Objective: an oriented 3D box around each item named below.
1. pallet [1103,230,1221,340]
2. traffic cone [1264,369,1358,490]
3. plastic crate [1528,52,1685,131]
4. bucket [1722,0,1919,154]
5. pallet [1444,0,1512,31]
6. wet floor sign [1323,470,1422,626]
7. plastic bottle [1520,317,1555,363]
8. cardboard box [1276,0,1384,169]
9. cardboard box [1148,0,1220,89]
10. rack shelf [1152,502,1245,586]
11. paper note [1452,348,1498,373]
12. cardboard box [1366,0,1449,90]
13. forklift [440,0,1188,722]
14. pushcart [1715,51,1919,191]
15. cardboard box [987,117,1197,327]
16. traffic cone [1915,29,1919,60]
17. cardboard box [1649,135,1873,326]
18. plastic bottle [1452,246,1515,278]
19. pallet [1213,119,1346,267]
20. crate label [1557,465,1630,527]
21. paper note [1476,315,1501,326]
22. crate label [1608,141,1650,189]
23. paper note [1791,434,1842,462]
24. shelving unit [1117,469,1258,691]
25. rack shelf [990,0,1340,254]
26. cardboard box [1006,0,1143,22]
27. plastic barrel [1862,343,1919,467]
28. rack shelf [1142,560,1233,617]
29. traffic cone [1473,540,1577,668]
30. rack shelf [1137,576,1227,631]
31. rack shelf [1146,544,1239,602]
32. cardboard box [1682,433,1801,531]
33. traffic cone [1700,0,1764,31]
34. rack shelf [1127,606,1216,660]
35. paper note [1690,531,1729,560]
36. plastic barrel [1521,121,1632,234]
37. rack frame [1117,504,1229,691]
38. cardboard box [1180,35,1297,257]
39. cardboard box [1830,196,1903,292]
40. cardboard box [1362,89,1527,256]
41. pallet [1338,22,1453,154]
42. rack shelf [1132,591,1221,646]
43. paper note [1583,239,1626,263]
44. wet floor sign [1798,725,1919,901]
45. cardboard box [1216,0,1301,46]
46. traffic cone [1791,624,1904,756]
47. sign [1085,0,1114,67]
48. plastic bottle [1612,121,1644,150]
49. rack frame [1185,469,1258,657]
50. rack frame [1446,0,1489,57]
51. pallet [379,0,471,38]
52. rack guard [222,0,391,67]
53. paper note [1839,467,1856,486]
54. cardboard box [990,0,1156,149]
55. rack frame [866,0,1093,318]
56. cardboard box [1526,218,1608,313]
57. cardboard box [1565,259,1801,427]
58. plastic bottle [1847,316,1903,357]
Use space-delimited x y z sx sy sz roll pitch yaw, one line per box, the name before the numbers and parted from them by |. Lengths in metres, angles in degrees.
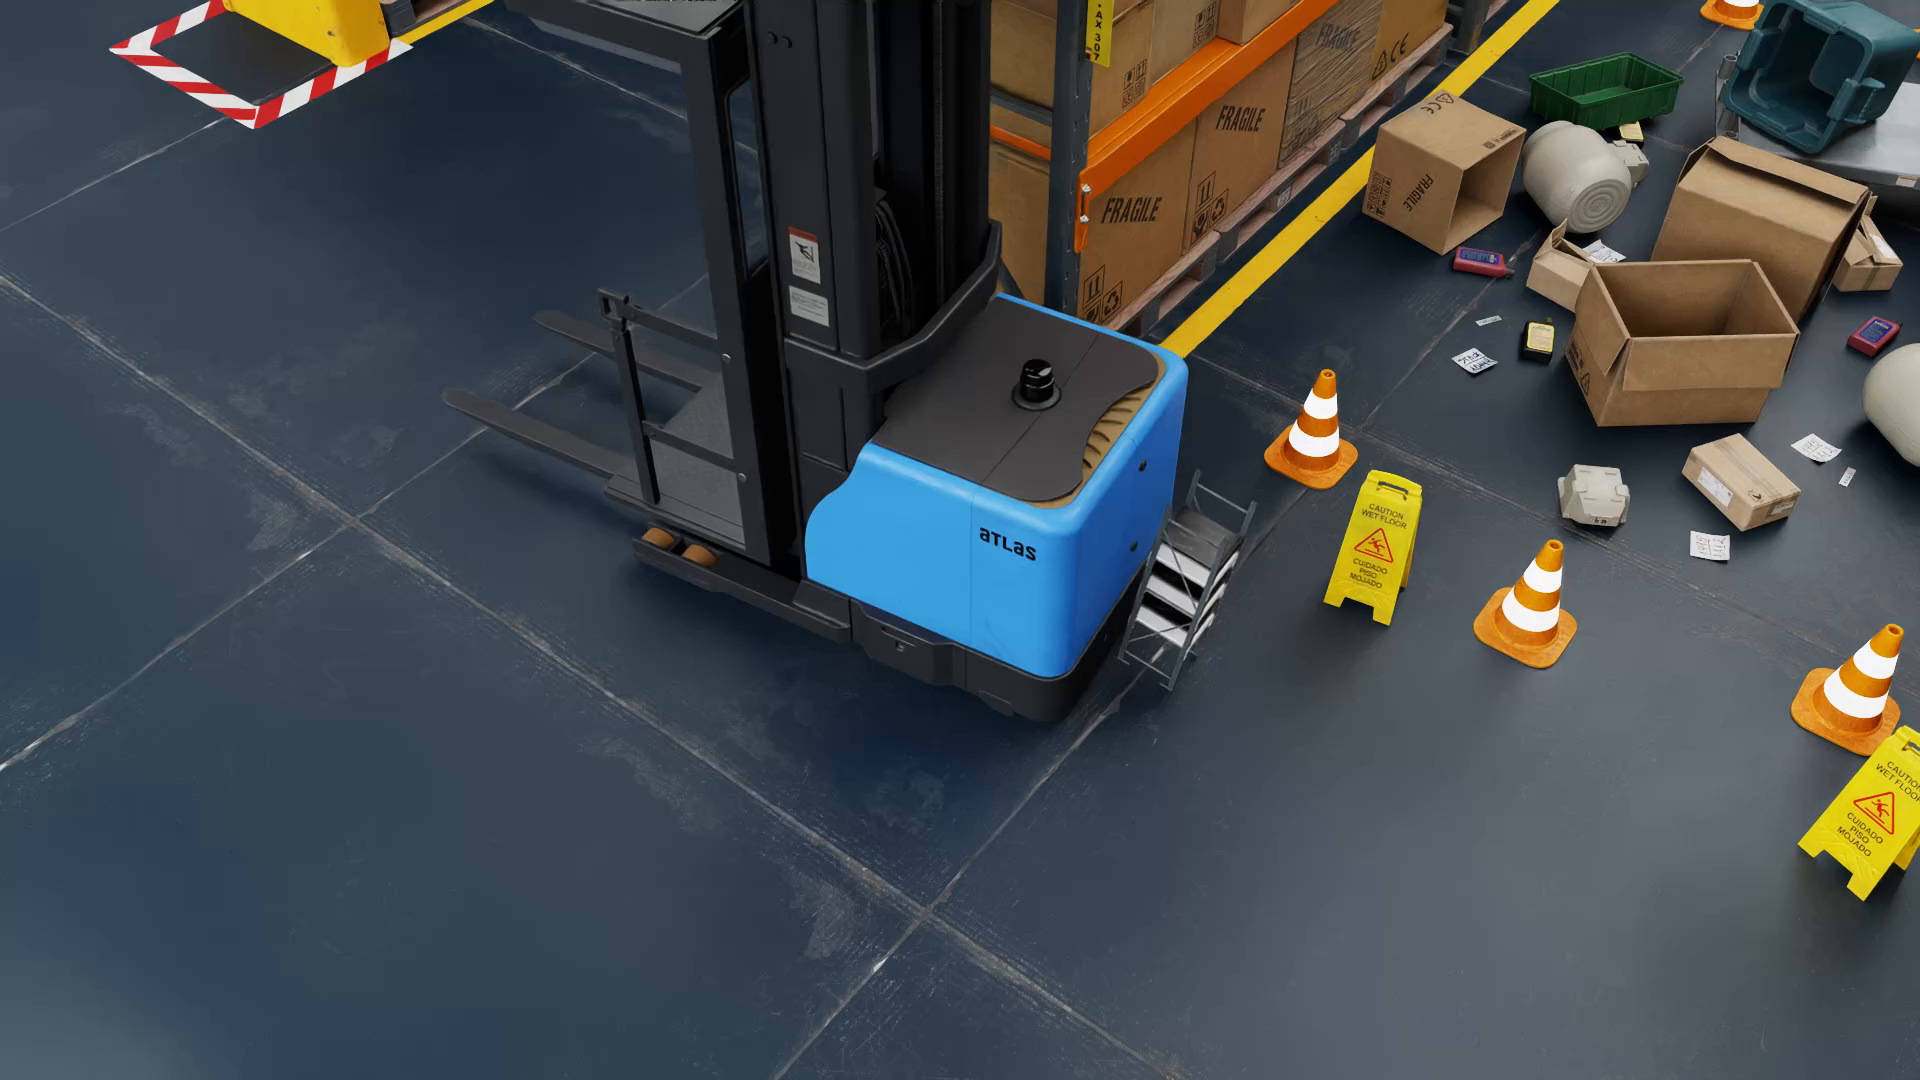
pallet | 0.473 -1.243 7.791 1.003 0.211 1.213 29 53 25
traffic cone | 1.495 -0.514 6.921 0.336 0.463 0.334 29 53 25
plastic crate | 3.422 -2.373 8.847 0.662 0.188 0.450 -17 39 -15
bucket | 4.233 -2.300 8.085 0.620 0.611 0.726 -17 48 -29
pallet | 2.904 -3.514 9.961 1.003 0.211 1.213 29 53 25
wet floor sign | 1.596 -0.009 6.312 0.267 0.644 0.232 21 50 19
plastic bottle | 2.641 -0.925 7.592 0.133 0.061 0.283 13 48 12
cardboard box | 1.504 -2.567 8.307 0.875 0.875 0.875 30 53 25
cardboard box | 0.556 -2.322 6.790 0.875 0.550 0.550 29 53 25
rack shelf | 0.827 0.013 5.770 0.258 0.077 0.200 31 54 17
paper note | 2.323 -0.811 7.504 0.142 0.017 0.144 -25 51 -22
cardboard box | 2.052 -3.085 8.801 0.875 0.875 0.875 30 53 26
forklift | -0.714 -1.139 5.811 3.031 2.935 1.130 22 50 20
pushcart | 4.636 -1.946 8.348 1.648 0.377 0.936 13 48 12
cardboard box | 0.409 -1.542 7.328 0.875 0.875 0.875 29 53 25
traffic cone | 5.507 -2.932 9.231 0.336 0.463 0.334 29 53 25
cardboard box | 3.661 -1.431 7.675 0.797 0.637 0.503 29 53 25
plastic bottle | 2.517 -1.328 7.977 0.283 0.061 0.133 13 48 12
pallet | 1.220 -1.938 8.455 1.003 0.211 1.213 29 53 25
crate label | 2.613 -0.184 6.831 0.250 0.136 0.298 6 47 5
paper note | 2.454 -1.018 7.716 0.123 0.001 0.032 -17 49 -15
crate label | 3.351 -1.923 8.492 0.298 0.136 0.250 -2 46 -2
paper note | 3.666 -0.394 7.114 0.142 0.019 0.148 -25 51 -22
shelving unit | 0.800 0.161 5.953 0.258 0.900 0.210 31 54 17
rack shelf | 1.269 -2.610 7.666 1.077 0.370 4.000 29 53 25
cardboard box | 0.304 -2.334 6.055 0.875 0.550 0.550 29 53 25
plastic barrel | 4.090 -0.545 6.978 0.421 0.421 0.512 -9 47 -8
rack shelf | 0.807 0.125 5.909 0.258 0.077 0.200 31 54 17
traffic cone | 2.181 0.180 6.258 0.336 0.463 0.334 29 53 25
rack shelf | 0.797 0.182 5.979 0.258 0.077 0.200 31 54 17
rack shelf | 0.817 0.069 5.840 0.258 0.077 0.200 31 54 17
cardboard box | 3.228 -0.241 6.878 0.250 0.149 0.380 -17 49 -15
traffic cone | 4.507 -3.226 9.512 0.336 0.463 0.334 29 53 25
rack shelf | 0.777 0.294 6.117 0.258 0.077 0.200 31 54 17
paper note | 3.028 0.021 6.708 0.148 0.019 0.142 13 48 12
plastic barrel | 3.012 -1.785 8.163 0.421 0.421 0.512 -9 47 -8
rack frame | 0.743 0.222 5.895 0.240 0.900 0.006 31 54 17
cardboard box | 0.945 -2.047 7.810 0.875 0.875 0.875 28 53 24
cardboard box | 4.274 -1.410 7.914 0.258 0.266 0.396 -2 46 -2
cardboard box | 2.355 -1.798 8.120 0.500 0.500 0.500 -33 55 -28
pallet | 1.965 -2.639 9.125 1.003 0.211 1.213 29 53 25
rack shelf | 0.787 0.238 6.048 0.258 0.077 0.200 31 54 17
paper note | 3.110 -1.388 8.061 0.155 0.023 0.172 -25 51 -22
wet floor sign | 3.062 0.866 5.477 0.232 0.644 0.267 -25 51 -22
cardboard box | 0.998 -2.587 7.043 0.875 0.550 0.550 29 53 25
traffic cone | 3.267 0.477 5.975 0.336 0.463 0.334 29 53 25
sign | 0.482 -1.791 5.733 0.100 0.325 0.005 29 53 25
plastic bottle | 3.517 -2.162 8.773 0.133 0.061 0.283 6 47 5
rack frame | 0.858 0.100 6.011 0.240 0.900 0.006 31 54 17
rack frame | 2.492 -4.003 8.499 1.000 3.000 0.127 29 53 25
pallet | -3.246 -3.494 9.942 1.003 0.211 1.213 29 53 25
rack guard | -3.770 -3.145 9.408 1.175 0.500 0.348 29 53 25
paper note | 3.735 -0.266 6.997 0.032 0.001 0.123 29 53 25
cardboard box | 0.237 -1.998 6.481 0.875 0.550 0.550 29 53 25
rack frame | 0.046 -1.714 6.313 1.000 3.000 0.127 29 53 25
cardboard box | 2.899 -1.260 7.770 0.258 0.266 0.396 -33 55 -28
cardboard box | 3.096 -0.845 7.210 0.797 0.503 0.637 -2 46 -2
plastic bottle | 4.198 -0.948 7.613 0.283 0.061 0.133 -33 55 -28
